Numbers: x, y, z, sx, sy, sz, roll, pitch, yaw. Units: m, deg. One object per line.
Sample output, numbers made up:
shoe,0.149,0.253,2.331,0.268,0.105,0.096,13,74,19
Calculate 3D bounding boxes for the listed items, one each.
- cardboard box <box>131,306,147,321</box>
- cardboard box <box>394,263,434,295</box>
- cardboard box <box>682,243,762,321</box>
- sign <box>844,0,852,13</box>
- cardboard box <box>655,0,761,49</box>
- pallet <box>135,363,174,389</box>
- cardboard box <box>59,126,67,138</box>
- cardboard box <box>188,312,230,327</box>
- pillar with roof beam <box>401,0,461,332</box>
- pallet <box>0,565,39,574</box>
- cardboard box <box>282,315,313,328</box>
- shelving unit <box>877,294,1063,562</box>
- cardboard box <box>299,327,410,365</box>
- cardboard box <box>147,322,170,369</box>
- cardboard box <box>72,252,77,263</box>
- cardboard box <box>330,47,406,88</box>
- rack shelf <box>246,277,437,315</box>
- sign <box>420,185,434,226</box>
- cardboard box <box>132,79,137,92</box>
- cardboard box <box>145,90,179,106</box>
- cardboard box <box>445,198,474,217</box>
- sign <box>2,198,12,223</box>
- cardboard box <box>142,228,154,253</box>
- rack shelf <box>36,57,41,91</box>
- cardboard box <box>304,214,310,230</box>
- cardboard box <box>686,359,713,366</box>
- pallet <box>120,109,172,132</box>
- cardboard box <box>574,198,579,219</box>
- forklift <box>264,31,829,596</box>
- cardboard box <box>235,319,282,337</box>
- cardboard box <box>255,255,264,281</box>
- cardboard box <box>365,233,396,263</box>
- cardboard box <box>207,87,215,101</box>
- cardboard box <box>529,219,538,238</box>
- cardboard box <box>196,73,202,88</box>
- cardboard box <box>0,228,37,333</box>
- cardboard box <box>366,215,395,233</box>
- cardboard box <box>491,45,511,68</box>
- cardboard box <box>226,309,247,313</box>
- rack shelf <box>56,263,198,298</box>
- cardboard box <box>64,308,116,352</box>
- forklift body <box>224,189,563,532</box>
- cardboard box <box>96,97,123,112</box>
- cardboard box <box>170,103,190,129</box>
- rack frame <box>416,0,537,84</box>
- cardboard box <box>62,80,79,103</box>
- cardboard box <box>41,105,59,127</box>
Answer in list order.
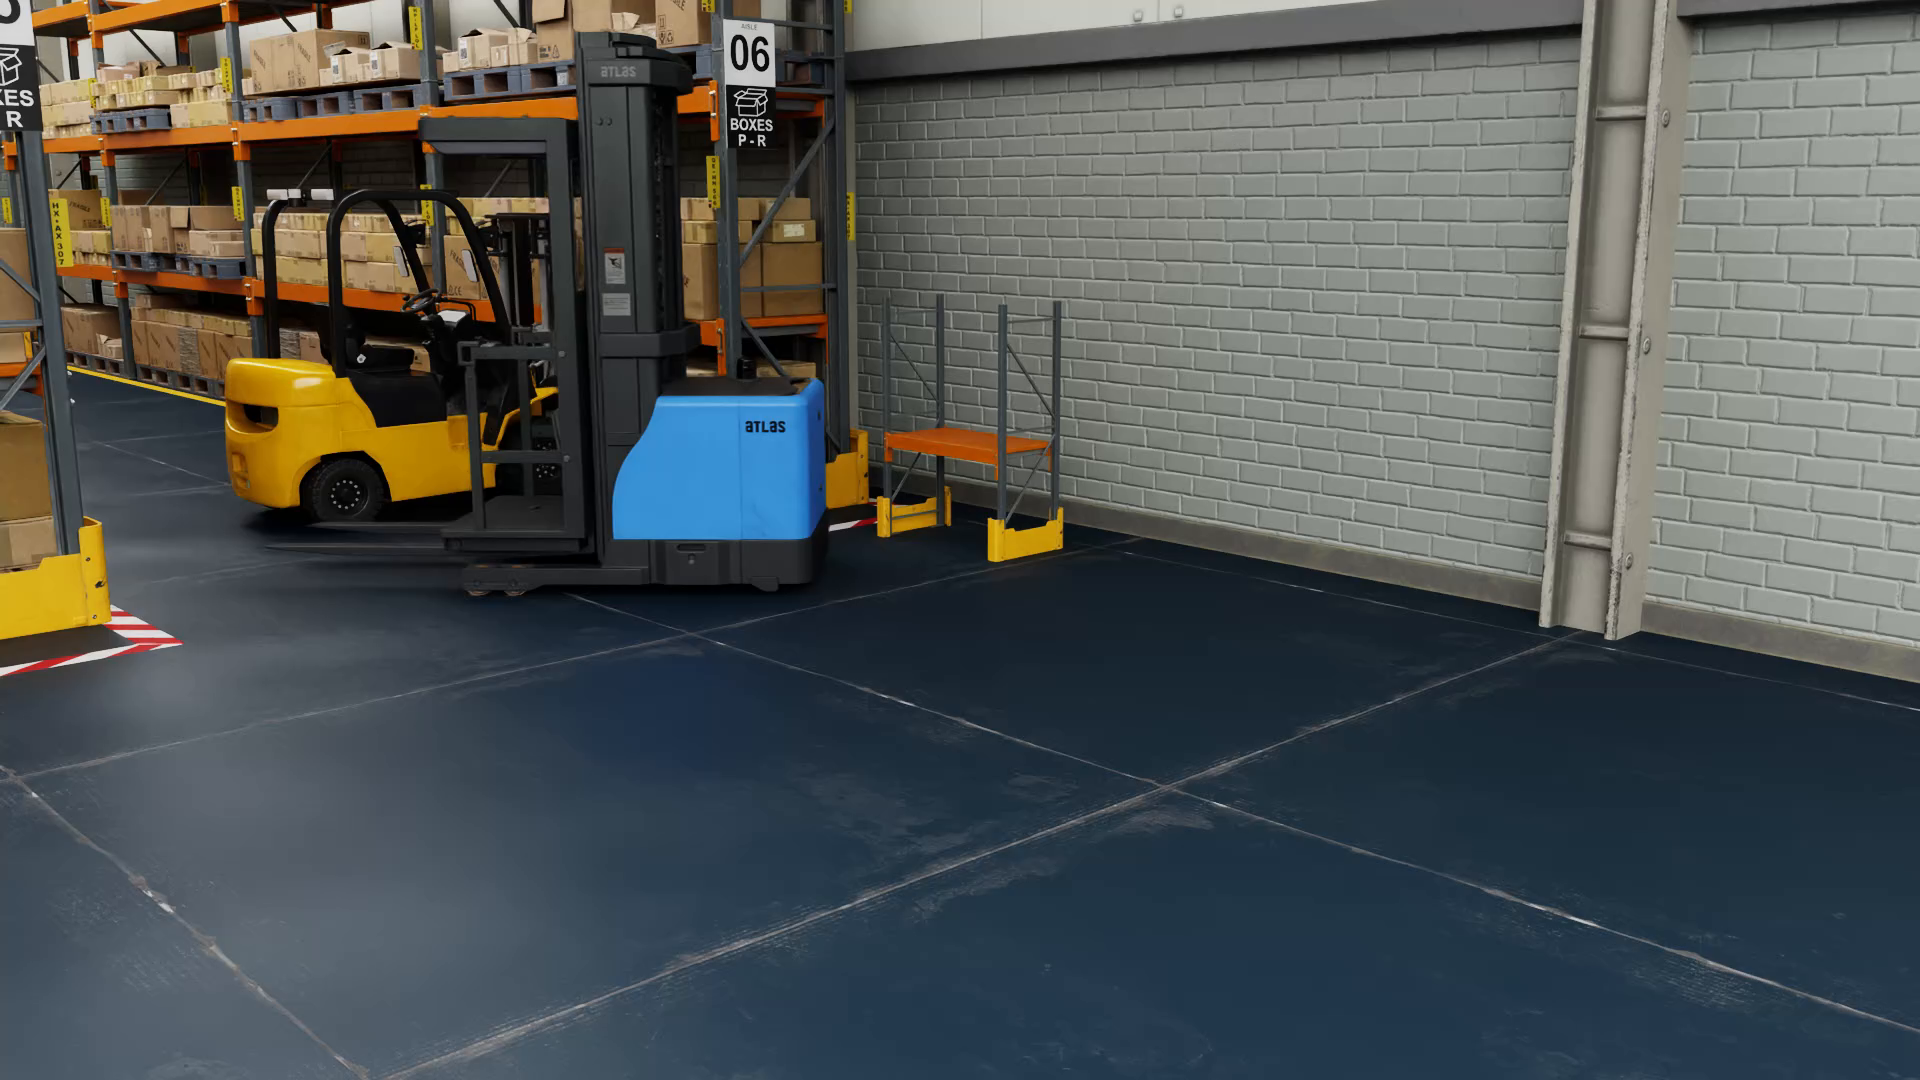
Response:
cardboard box,-9.403,-2.642,19.348,0.380,0.149,0.250,-10,15,-40
cardboard box,-4.471,-2.228,14.166,0.500,0.250,0.500,-10,16,-41
cardboard box,-1.701,-1.765,11.298,0.500,0.500,0.500,-11,16,-44
sign,-0.766,-3.693,11.109,0.100,0.325,0.005,-11,16,-43
cardboard box,-1.654,-3.484,10.921,0.500,0.500,0.500,-10,15,-41
pallet,-8.870,-1.953,19.368,1.003,0.211,1.213,-11,16,-43
cardboard box,-10.775,-4.982,20.347,0.380,0.149,0.250,-11,16,-42
cardboard box,-8.249,-2.425,18.294,0.380,0.149,0.250,-11,16,-42
pillar with roof beam,-8.258,-5.122,12.973,9.100,9.000,0.400,-11,16,-43
pallet,-5.347,0.242,8.712,1.003,0.211,1.213,-11,16,-43
cardboard box,-6.995,-2.310,17.735,0.380,0.149,0.250,-10,15,-41
shelving unit,0.053,-0.723,10.206,0.587,1.500,1.083,-11,16,-43
cardboard box,-5.818,-1.704,16.093,0.875,0.625,0.625,-10,15,-41
cardboard box,-8.912,-2.235,18.982,0.500,0.500,0.500,-11,16,-43
cardboard box,-10.914,-3.548,20.823,0.380,0.149,0.250,-11,16,-43
cardboard box,-5.140,-4.129,14.516,0.500,0.311,0.500,11,16,43
rack shelf,-5.315,-2.204,15.460,1.077,0.370,4.000,-11,16,-43
sign,-4.320,-2.716,13.488,0.100,0.325,0.005,-11,16,-43
cardboard box,-8.774,-4.939,18.114,0.380,0.149,0.250,-11,16,-42
cardboard box,-8.460,-4.713,17.756,0.380,0.149,0.250,-10,16,-41
cardboard box,-3.928,-2.689,13.439,0.380,0.149,0.250,-10,16,-41
sign,-12.613,-4.364,22.017,0.100,0.325,0.005,-11,16,-43
cardboard box,-8.777,-3.316,18.365,0.396,0.266,0.258,-10,15,-40
rack shelf,-6.140,-2.397,8.964,1.077,0.370,4.000,-11,16,-43
cardboard box,-5.923,-2.986,15.616,0.380,0.149,0.250,-11,16,-42
cardboard box,-2.072,-1.127,11.744,0.500,0.250,0.500,-11,16,-42
pallet,-8.341,-4.554,18.112,1.213,0.211,1.003,-11,16,-43
cardboard box,-2.635,-2.439,12.225,0.380,0.149,0.250,-11,16,-42
forklift,-2.297,-1.240,9.165,3.031,2.935,1.130,0,12,1
cardboard box,-7.220,-2.184,17.127,0.250,0.149,0.380,11,16,42
cardboard box,-6.567,-2.676,16.340,0.500,0.250,0.500,-11,16,-42
cardboard box,-4.818,-2.546,14.470,0.500,0.250,0.500,11,16,44
cardboard box,-7.443,-4.540,16.965,0.380,0.149,0.250,-10,16,-41
cardboard box,-3.041,-2.357,12.565,0.250,0.149,0.380,11,16,43
cardboard box,-7.618,-4.722,17.110,0.380,0.149,0.250,-11,16,-43
cardboard box,-4.886,-1.291,8.260,0.500,0.500,0.500,-11,16,-43
cardboard box,-4.930,-2.748,14.463,0.250,0.149,0.380,11,16,43
cardboard box,-3.313,-3.646,12.573,0.380,0.149,0.250,-10,15,-41
cardboard box,-8.071,-2.535,18.828,0.380,0.149,0.250,-11,16,-42
rack shelf,-10.840,-3.372,21.127,1.077,0.370,4.000,-11,16,-43
cardboard box,-11.012,-2.674,21.110,0.500,0.500,0.500,-11,16,-42
forklift body,-3.801,-1.288,11.332,2.313,2.155,1.214,-11,16,-43
cardboard box,-9.540,-4.934,18.827,0.380,0.149,0.250,-11,16,-42
cardboard box,-7.920,-4.432,17.426,0.500,0.250,0.500,-11,16,-43
rack frame,-3.934,-5.203,13.365,1.000,3.000,0.127,-11,16,-43
cardboard box,-10.338,-5.331,19.818,0.500,0.250,0.500,-11,16,-43
cardboard box,-11.028,-5.235,20.586,0.500,0.250,0.500,-11,16,-43
